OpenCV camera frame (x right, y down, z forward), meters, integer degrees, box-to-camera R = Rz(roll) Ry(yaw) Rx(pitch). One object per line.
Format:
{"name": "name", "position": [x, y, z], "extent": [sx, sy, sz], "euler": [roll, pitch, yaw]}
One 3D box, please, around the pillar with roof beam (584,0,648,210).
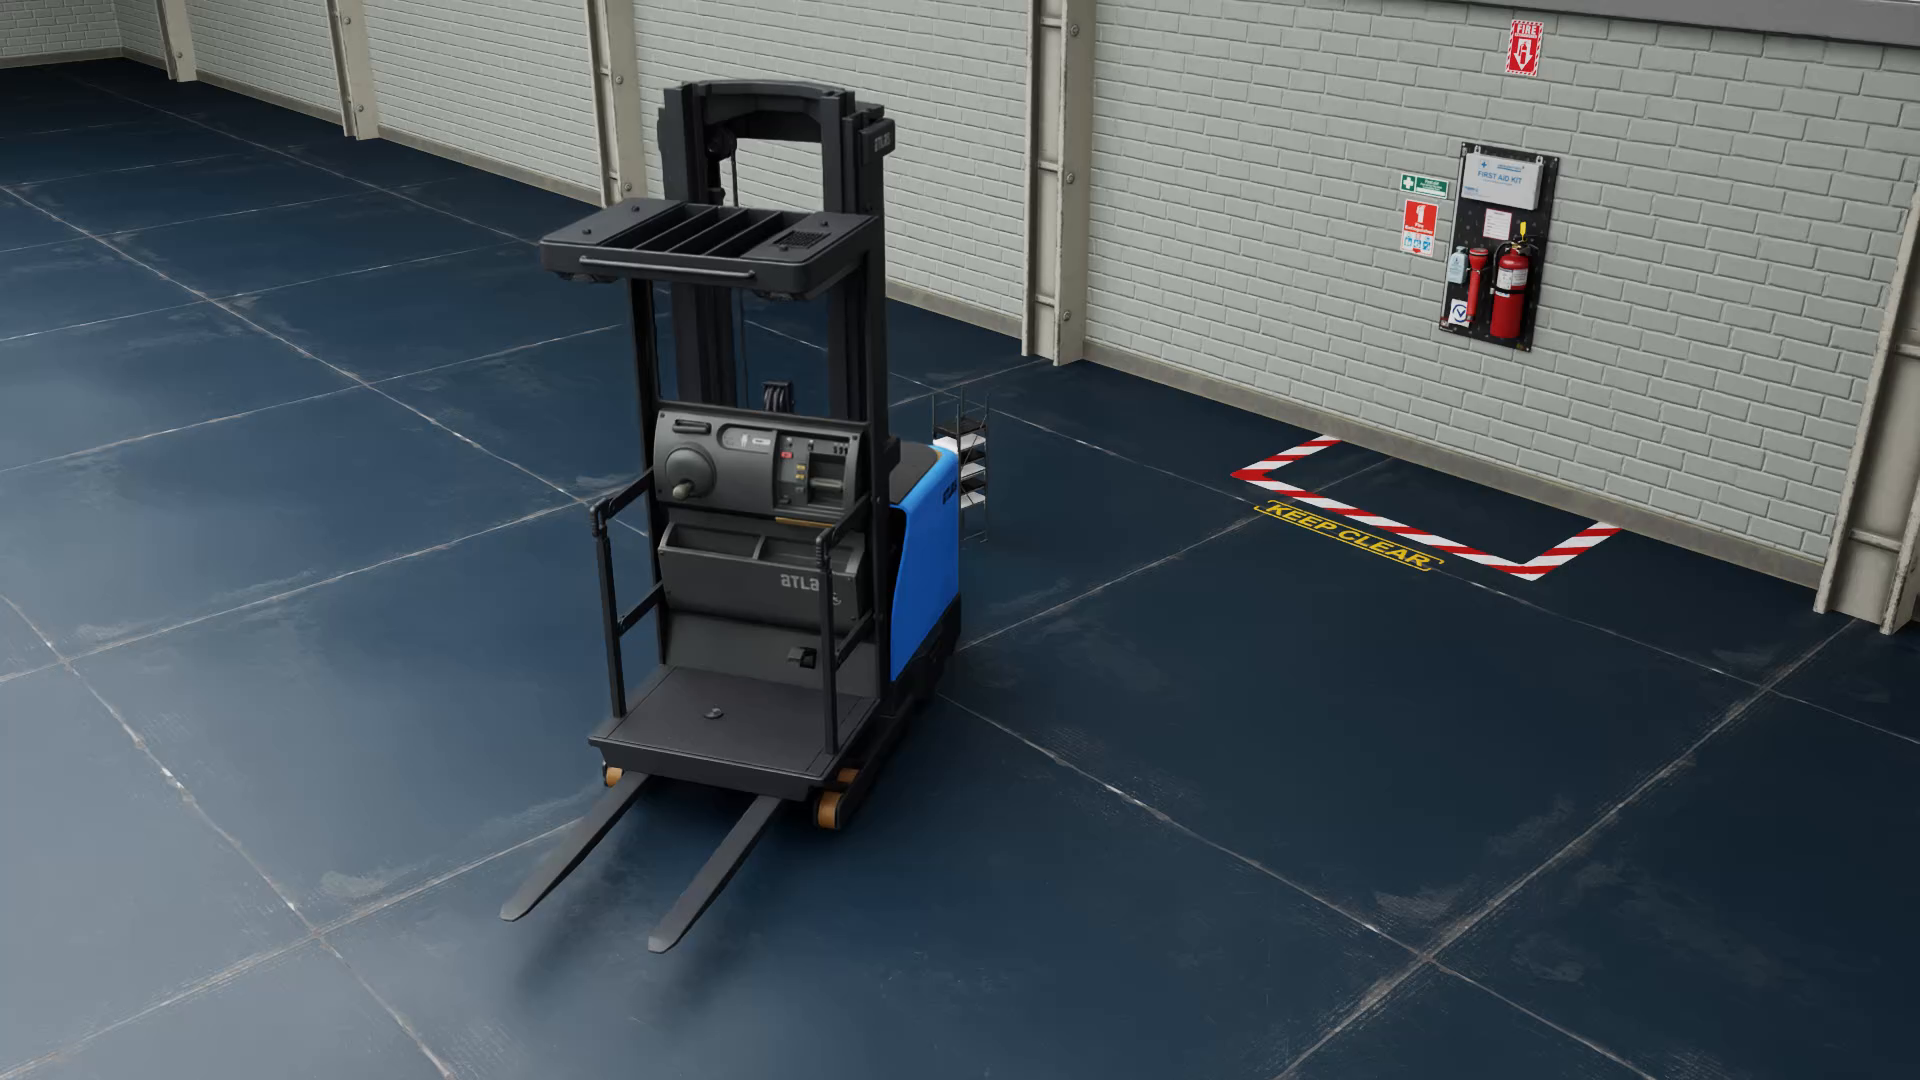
{"name": "pillar with roof beam", "position": [-6.522, -6.114, 12.311], "extent": [9.100, 9.000, 0.400], "euler": [-21, 32, -38]}

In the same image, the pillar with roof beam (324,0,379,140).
{"name": "pillar with roof beam", "position": [-10.623, -7.932, 16.295], "extent": [9.100, 9.000, 0.400], "euler": [-21, 32, -38]}

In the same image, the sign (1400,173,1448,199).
{"name": "sign", "position": [2.855, -2.180, 10.234], "extent": [0.001, 0.109, 0.331], "euler": [-21, 32, -38]}

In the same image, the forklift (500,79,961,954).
{"name": "forklift", "position": [-0.927, -0.289, 6.853], "extent": [1.130, 2.935, 3.031], "euler": [8, 26, 16]}

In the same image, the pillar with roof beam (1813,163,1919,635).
{"name": "pillar with roof beam", "position": [1.680, -2.479, 4.341], "extent": [9.100, 9.000, 0.400], "euler": [-21, 32, -38]}

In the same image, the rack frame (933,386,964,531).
{"name": "rack frame", "position": [-0.064, -0.438, 9.625], "extent": [0.240, 0.900, 0.006], "euler": [-21, 32, -38]}

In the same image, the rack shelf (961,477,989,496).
{"name": "rack shelf", "position": [0.006, -0.295, 9.609], "extent": [0.258, 0.077, 0.200], "euler": [-21, 32, -38]}

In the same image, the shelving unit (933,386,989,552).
{"name": "shelving unit", "position": [0.006, -0.407, 9.558], "extent": [0.258, 0.900, 0.210], "euler": [-21, 32, -38]}

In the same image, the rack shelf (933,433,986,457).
{"name": "rack shelf", "position": [0.006, -0.540, 9.497], "extent": [0.258, 0.077, 0.200], "euler": [-21, 32, -38]}

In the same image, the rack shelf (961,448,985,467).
{"name": "rack shelf", "position": [0.006, -0.459, 9.534], "extent": [0.258, 0.077, 0.200], "euler": [-21, 32, -38]}

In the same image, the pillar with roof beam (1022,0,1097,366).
{"name": "pillar with roof beam", "position": [-2.421, -4.297, 8.326], "extent": [9.100, 9.000, 0.400], "euler": [-21, 32, -38]}

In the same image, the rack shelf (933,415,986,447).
{"name": "rack shelf", "position": [0.006, -0.622, 9.460], "extent": [0.258, 0.077, 0.200], "euler": [-21, 32, -38]}

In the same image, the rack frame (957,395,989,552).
{"name": "rack frame", "position": [0.075, -0.376, 9.490], "extent": [0.240, 0.900, 0.006], "euler": [-21, 32, -38]}

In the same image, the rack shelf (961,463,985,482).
{"name": "rack shelf", "position": [0.006, -0.377, 9.572], "extent": [0.258, 0.077, 0.200], "euler": [-21, 32, -38]}

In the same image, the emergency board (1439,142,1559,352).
{"name": "emergency board", "position": [3.161, -1.730, 9.928], "extent": [0.194, 1.169, 0.643], "euler": [-21, 32, -38]}

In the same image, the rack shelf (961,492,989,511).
{"name": "rack shelf", "position": [0.006, -0.213, 9.646], "extent": [0.258, 0.077, 0.200], "euler": [-21, 32, -38]}

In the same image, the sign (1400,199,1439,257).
{"name": "sign", "position": [2.858, -1.943, 10.352], "extent": [0.001, 0.329, 0.234], "euler": [-21, 32, -38]}

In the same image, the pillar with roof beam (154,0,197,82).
{"name": "pillar with roof beam", "position": [-14.724, -9.750, 20.280], "extent": [9.100, 9.000, 0.400], "euler": [-21, 32, -38]}

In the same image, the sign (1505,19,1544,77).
{"name": "sign", "position": [3.228, -2.815, 9.515], "extent": [0.001, 0.298, 0.199], "euler": [-21, 32, -38]}

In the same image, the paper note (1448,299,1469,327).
{"name": "paper note", "position": [3.090, -1.403, 10.272], "extent": [0.016, 0.148, 0.142], "euler": [-21, 32, -38]}
